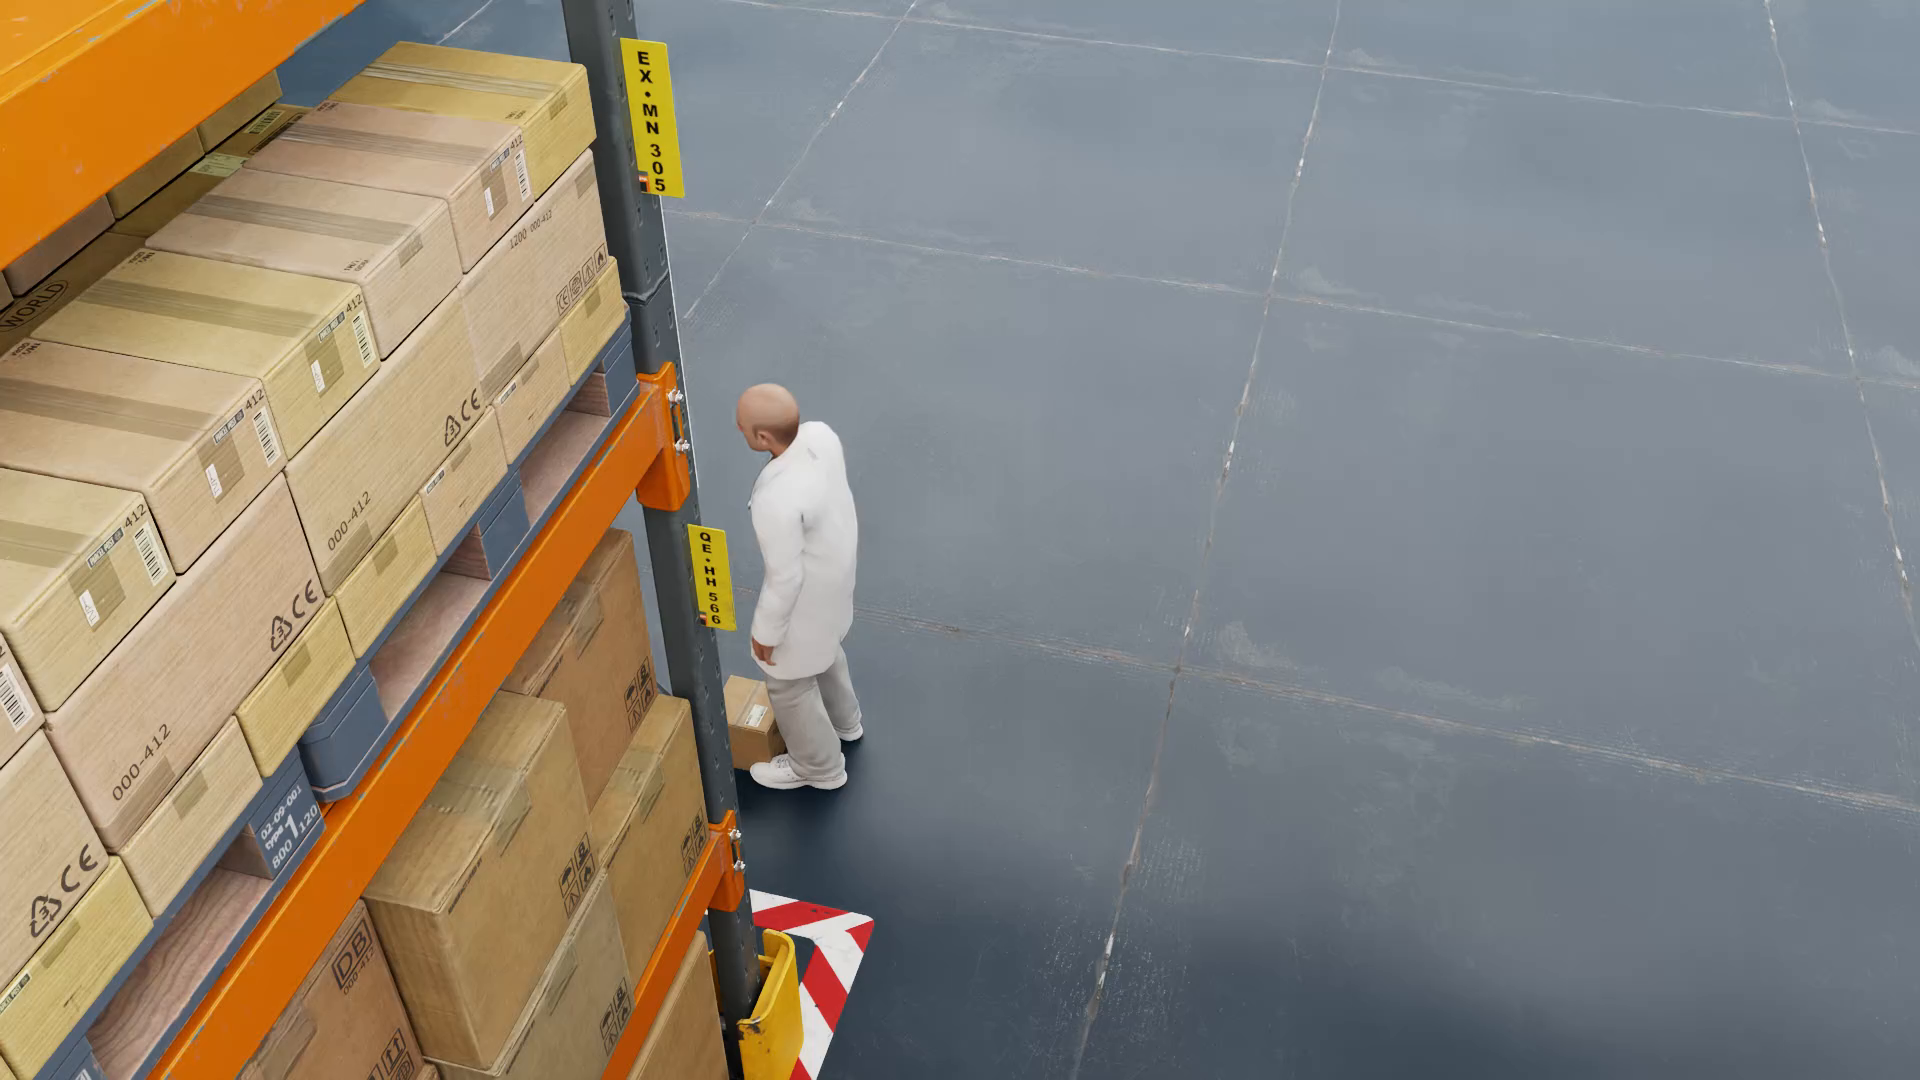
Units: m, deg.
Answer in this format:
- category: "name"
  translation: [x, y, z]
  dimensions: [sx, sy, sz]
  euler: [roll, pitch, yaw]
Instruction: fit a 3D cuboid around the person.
- category: "person"
  translation: [-0.576, 0.178, 5.960]
  dimensions: [0.423, 1.775, 0.643]
  euler: [10, 42, 12]
